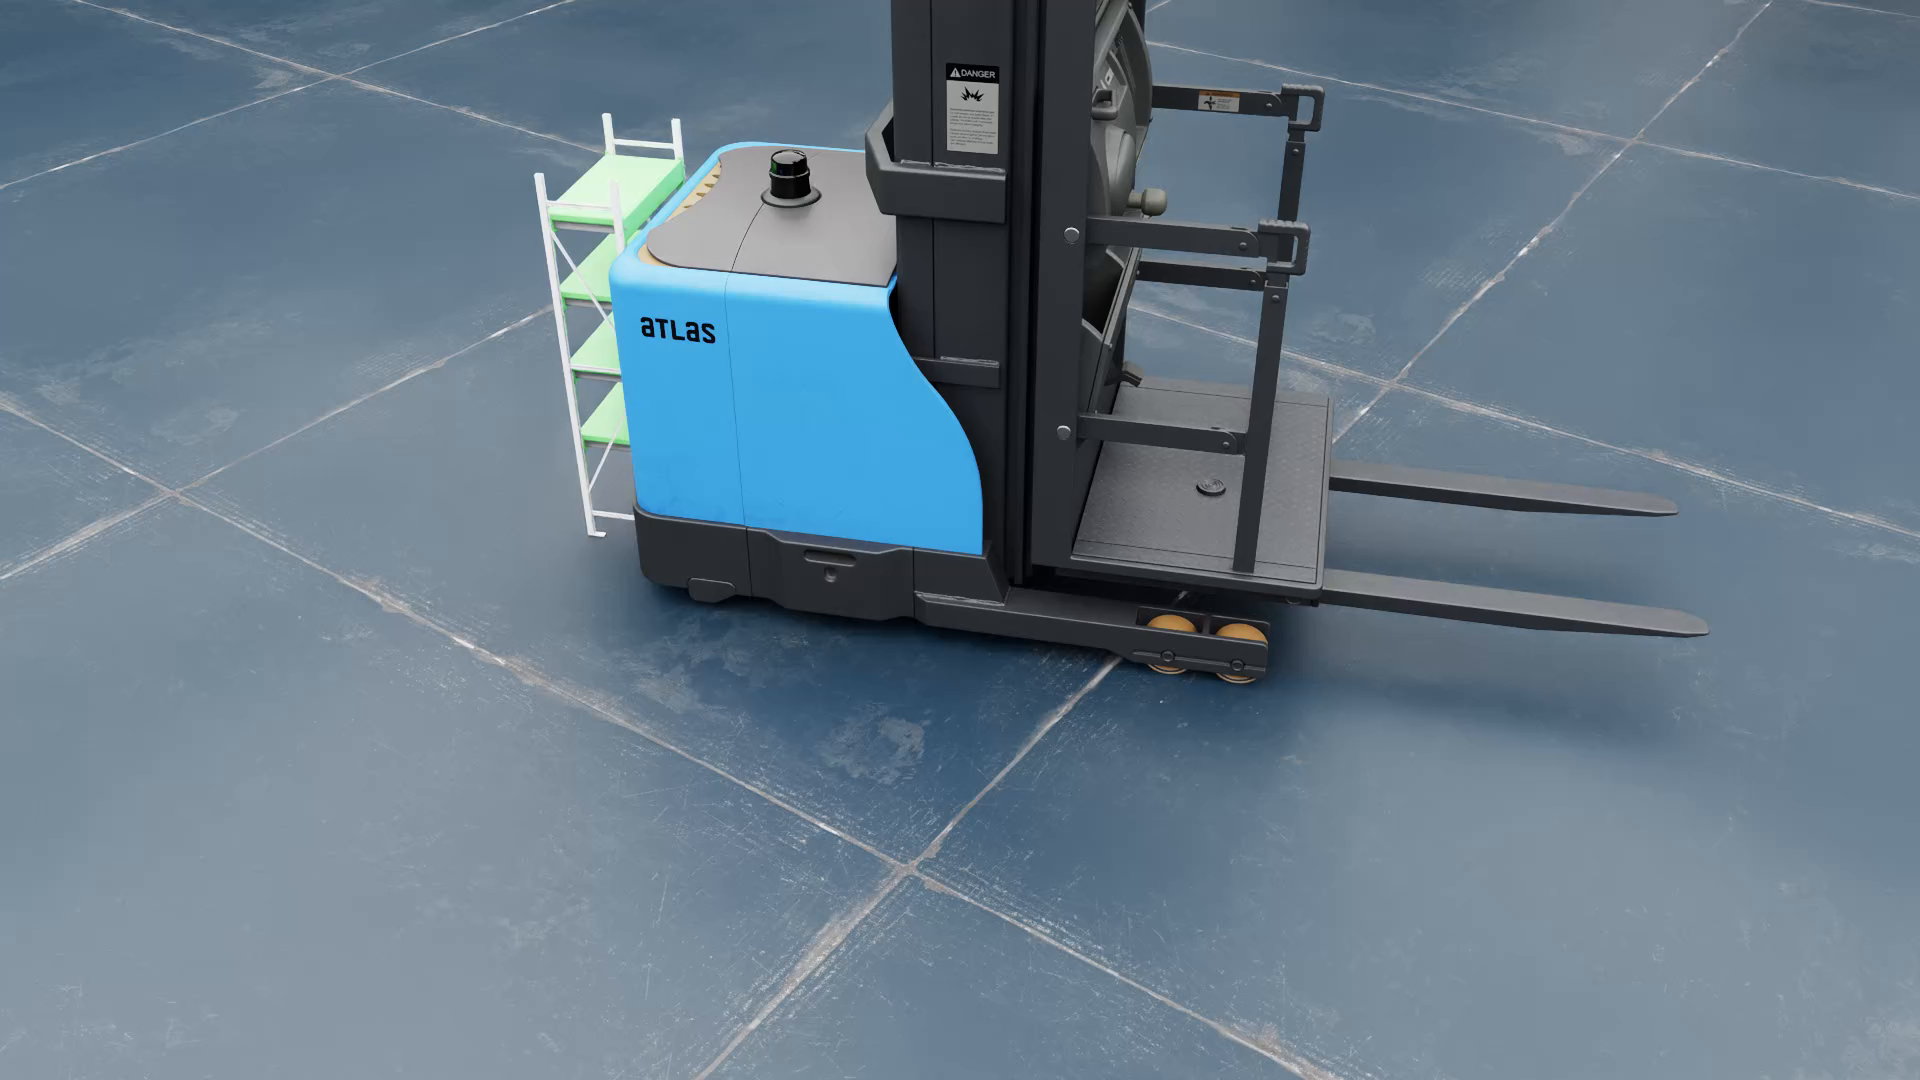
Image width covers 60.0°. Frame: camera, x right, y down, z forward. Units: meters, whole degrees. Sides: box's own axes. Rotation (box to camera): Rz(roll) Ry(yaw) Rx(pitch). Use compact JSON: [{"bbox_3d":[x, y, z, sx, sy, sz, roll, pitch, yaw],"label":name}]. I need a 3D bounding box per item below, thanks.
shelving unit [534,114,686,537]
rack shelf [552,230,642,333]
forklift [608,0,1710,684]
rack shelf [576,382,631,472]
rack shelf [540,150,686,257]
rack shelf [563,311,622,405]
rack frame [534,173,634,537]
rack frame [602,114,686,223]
[{"bbox_3d":[-1.007,-0.635,5.119,0.258,1.200,0.503,7,35,10],"label":"shelving unit"},{"bbox_3d":[-1.007,-0.781,5.020,0.258,0.148,0.480,7,35,10],"label":"rack shelf"},{"bbox_3d":[0.612,-1.140,4.319,3.031,2.935,1.130,7,35,10],"label":"forklift"},{"bbox_3d":[-1.007,-0.384,5.289,0.258,0.148,0.480,7,35,10],"label":"rack shelf"},{"bbox_3d":[-1.007,-0.980,4.886,0.258,0.148,0.480,7,35,10],"label":"rack shelf"},{"bbox_3d":[-1.007,-0.583,5.154,0.258,0.148,0.480,7,35,10],"label":"rack shelf"},{"bbox_3d":[-1.059,-0.502,4.921,0.240,1.200,0.015,7,35,10],"label":"rack frame"},{"bbox_3d":[-0.956,-0.769,5.316,0.240,1.200,0.015,7,35,10],"label":"rack frame"}]
